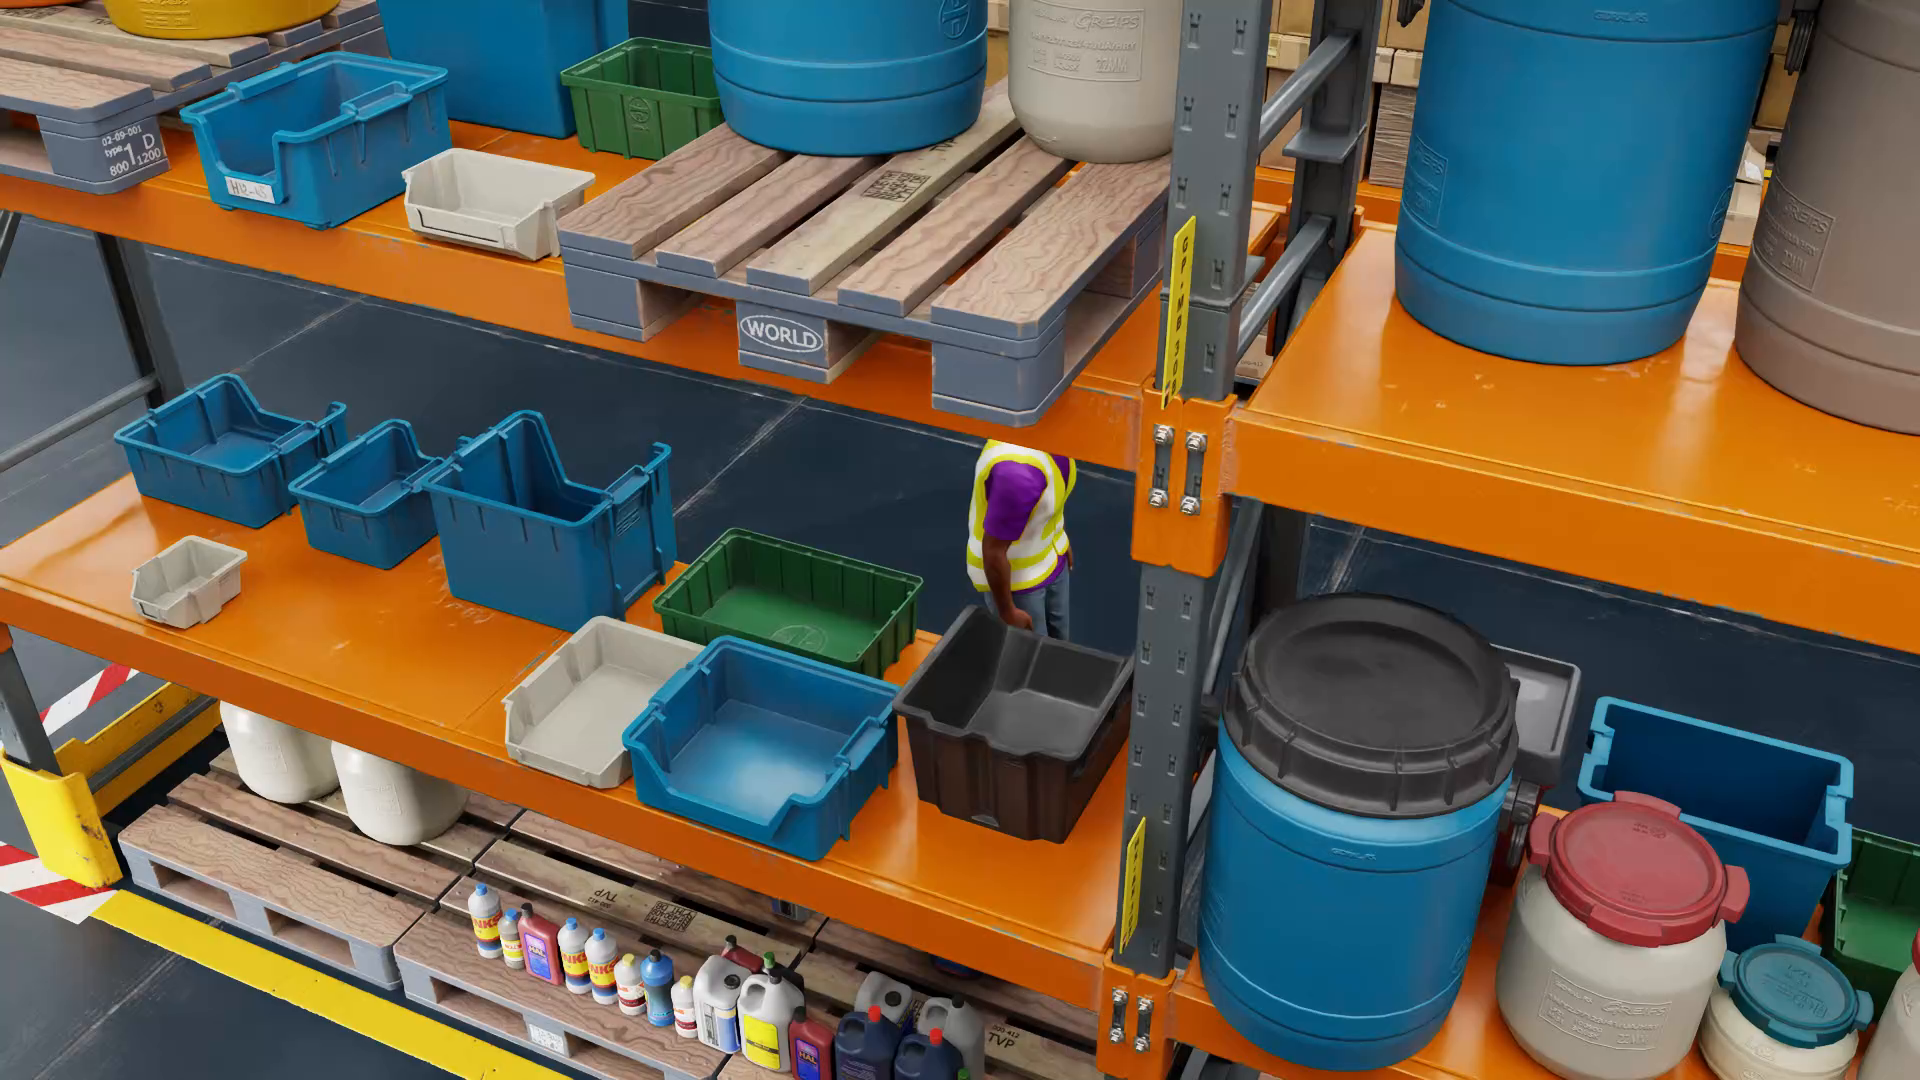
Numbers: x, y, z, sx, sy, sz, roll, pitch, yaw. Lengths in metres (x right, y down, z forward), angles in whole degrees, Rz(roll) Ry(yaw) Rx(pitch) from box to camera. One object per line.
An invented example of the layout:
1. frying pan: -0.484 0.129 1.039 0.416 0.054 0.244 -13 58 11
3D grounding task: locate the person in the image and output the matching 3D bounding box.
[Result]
1. person: 0.270 0.111 5.959 0.463 1.759 0.626 13 36 19
